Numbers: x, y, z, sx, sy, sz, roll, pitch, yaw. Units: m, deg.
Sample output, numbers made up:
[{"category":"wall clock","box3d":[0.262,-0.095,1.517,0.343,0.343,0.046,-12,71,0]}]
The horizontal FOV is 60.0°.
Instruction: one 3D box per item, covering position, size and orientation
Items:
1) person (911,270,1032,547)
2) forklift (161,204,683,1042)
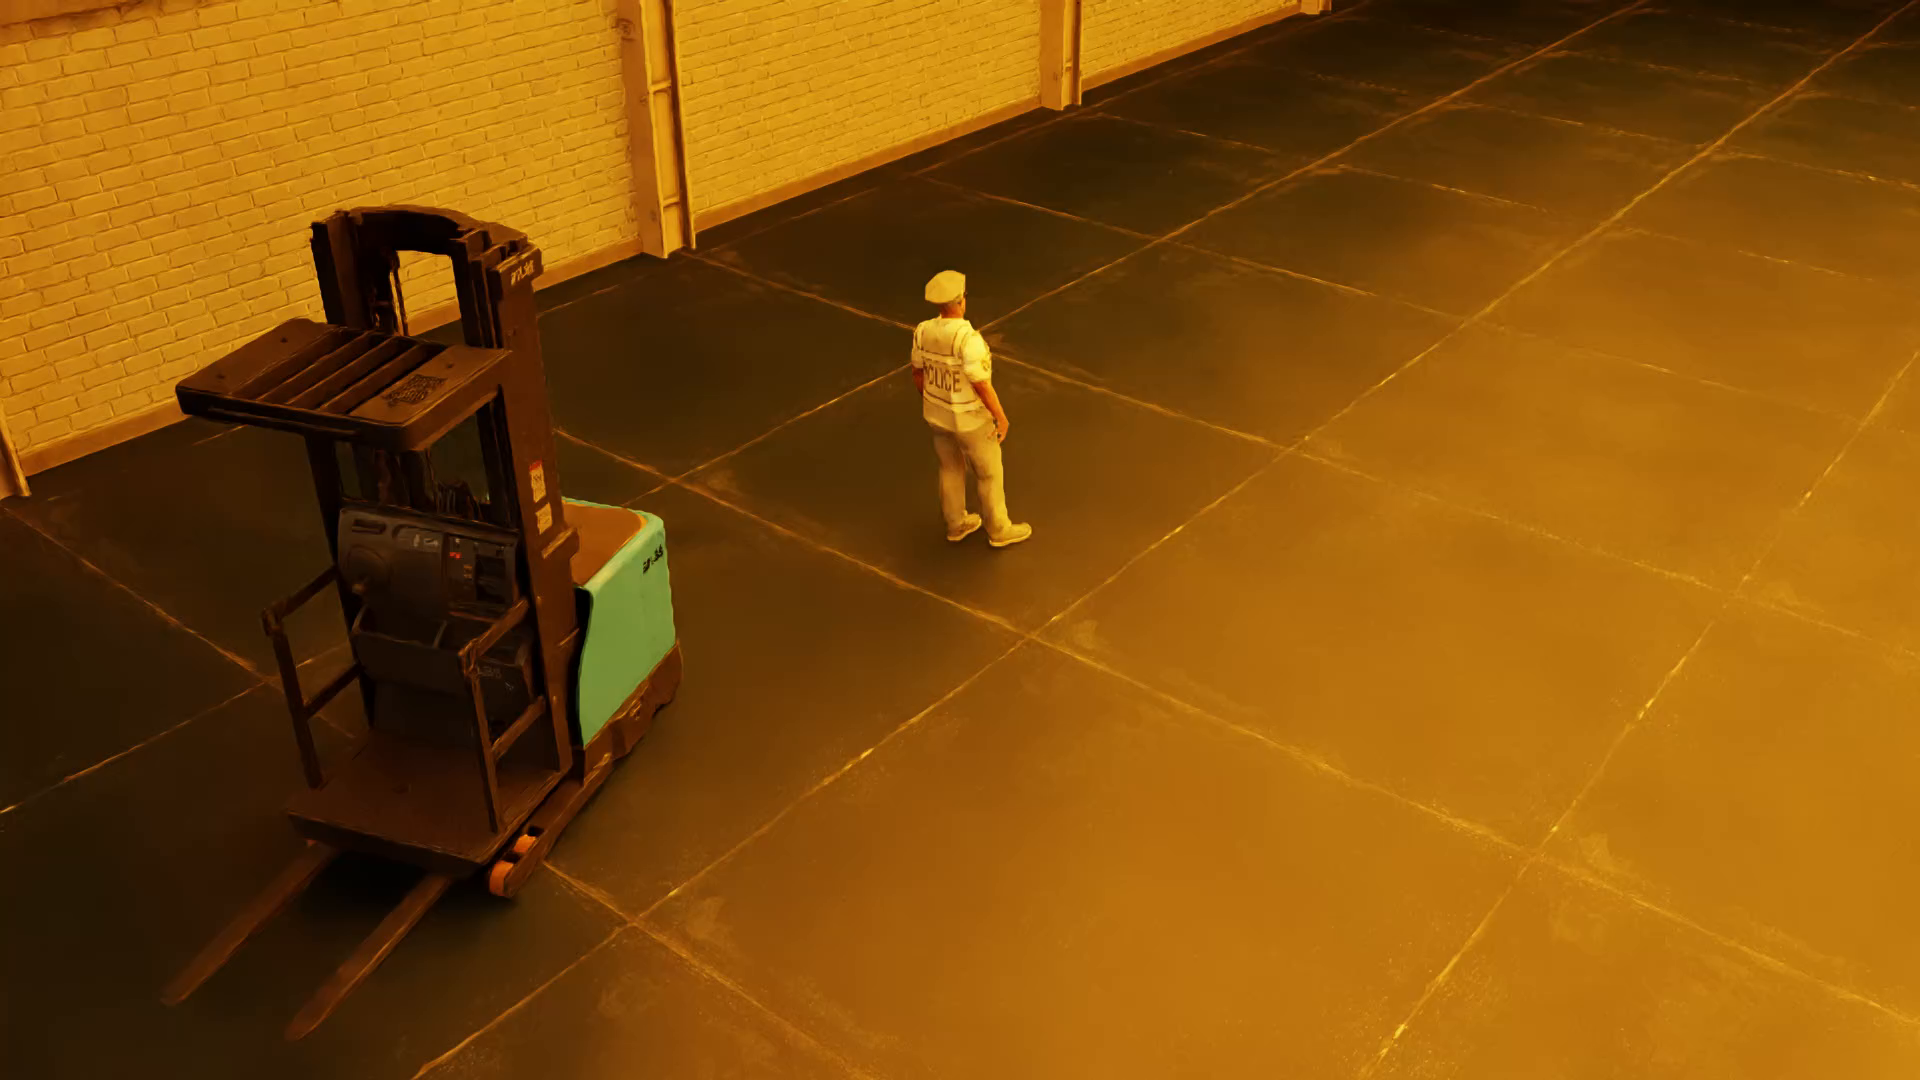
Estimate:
[{"category":"person","box3d":[0.058,-0.802,10.093,0.640,1.778,0.574,22,37,33]},{"category":"forklift","box3d":[-2.474,0.152,7.335,1.130,2.935,3.031,10,32,16]}]
